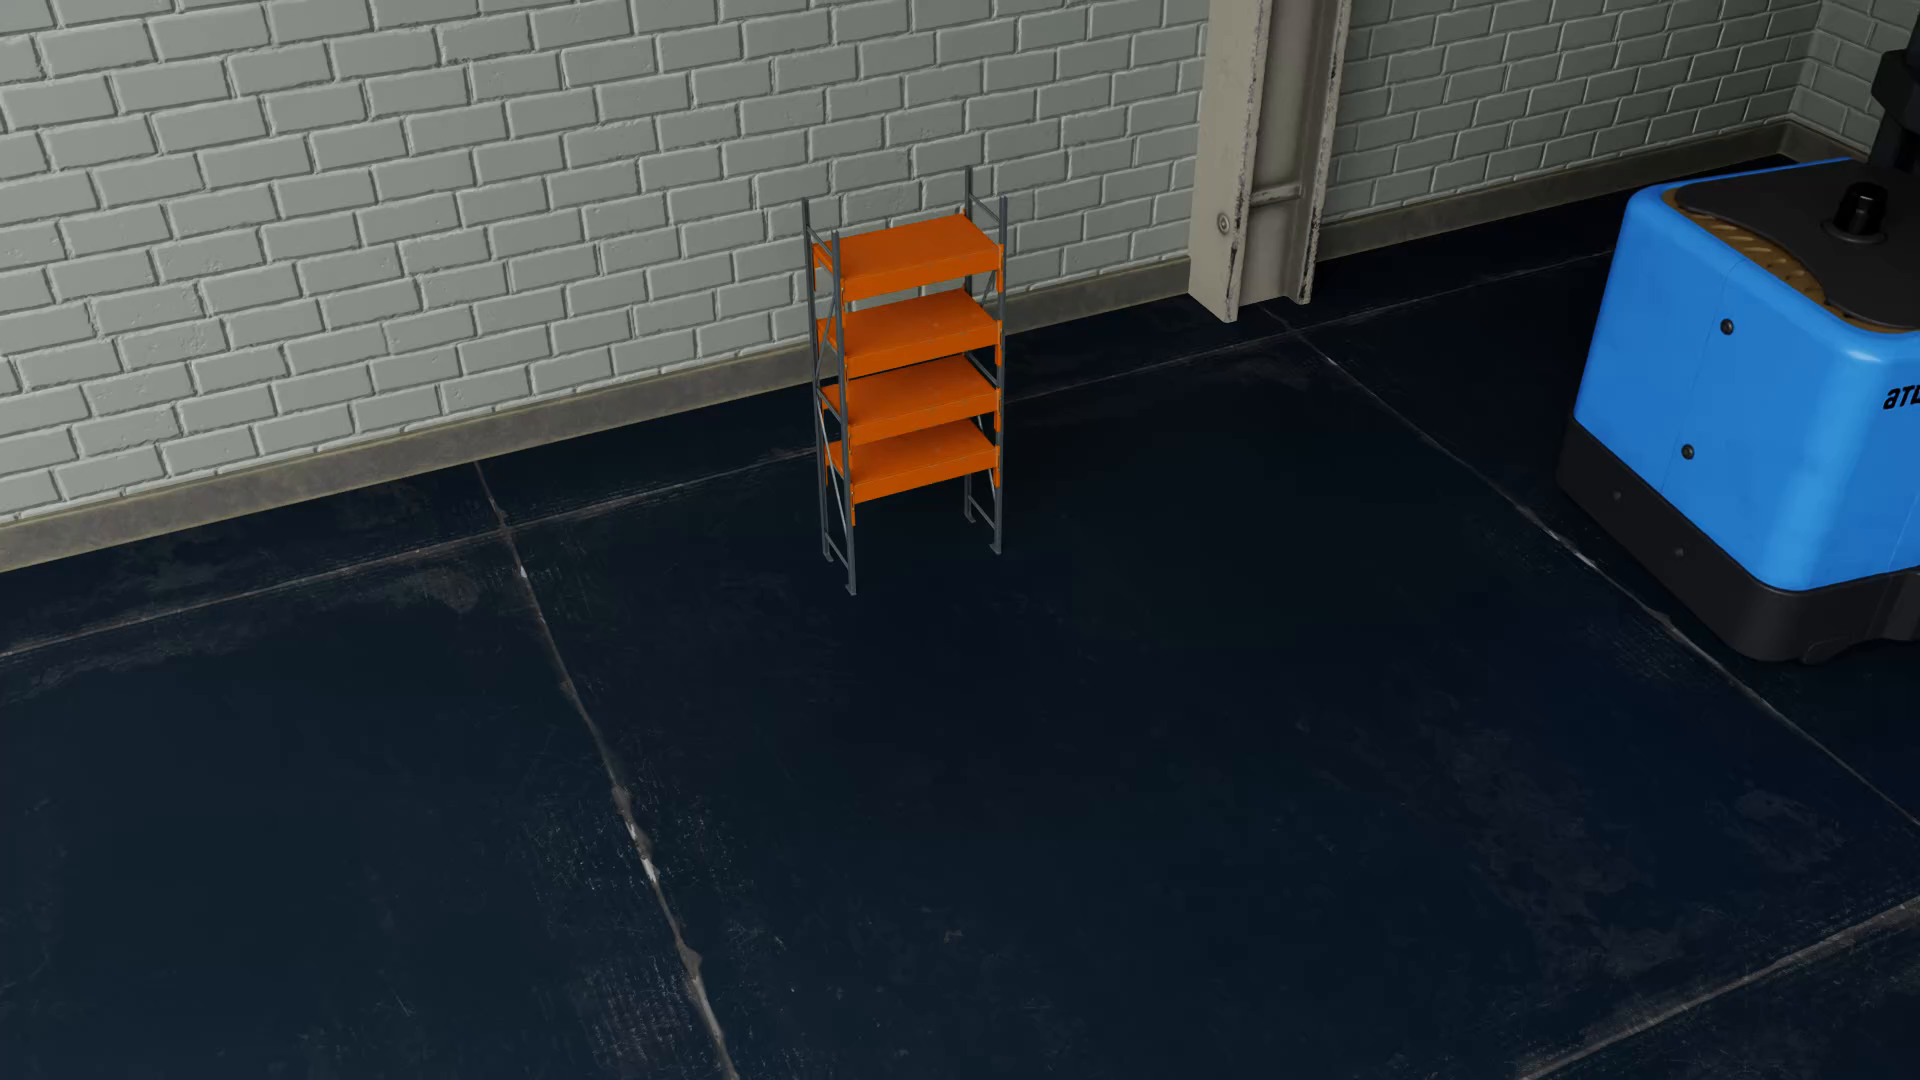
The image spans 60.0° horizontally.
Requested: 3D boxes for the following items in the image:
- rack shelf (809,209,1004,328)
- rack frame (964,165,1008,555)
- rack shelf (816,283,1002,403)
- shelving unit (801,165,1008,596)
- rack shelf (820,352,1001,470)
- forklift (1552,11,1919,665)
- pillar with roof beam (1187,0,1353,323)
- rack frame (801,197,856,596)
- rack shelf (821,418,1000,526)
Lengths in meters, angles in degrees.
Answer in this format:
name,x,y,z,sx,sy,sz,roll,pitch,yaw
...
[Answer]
name,x,y,z,sx,sy,sz,roll,pitch,yaw
rack shelf,-0.150,-0.756,4.602,0.480,0.148,0.258,-16,39,-20
rack frame,0.071,-0.502,4.919,0.015,1.200,0.240,-16,39,-20
rack shelf,-0.150,-0.566,4.743,0.480,0.148,0.258,-16,39,-20
shelving unit,-0.150,-0.440,4.836,0.503,1.200,0.258,-16,39,-20
rack shelf,-0.150,-0.386,4.876,0.480,0.148,0.258,-16,39,-20
forklift,3.499,-1.330,4.583,3.031,2.935,1.130,-11,38,-14
pillar with roof beam,2.960,-2.256,0.738,0.400,9.000,9.100,-16,39,-20
rack frame,-0.371,-0.378,4.753,0.015,1.200,0.240,-16,39,-20
rack shelf,-0.150,-0.226,4.994,0.480,0.148,0.258,-16,39,-20
